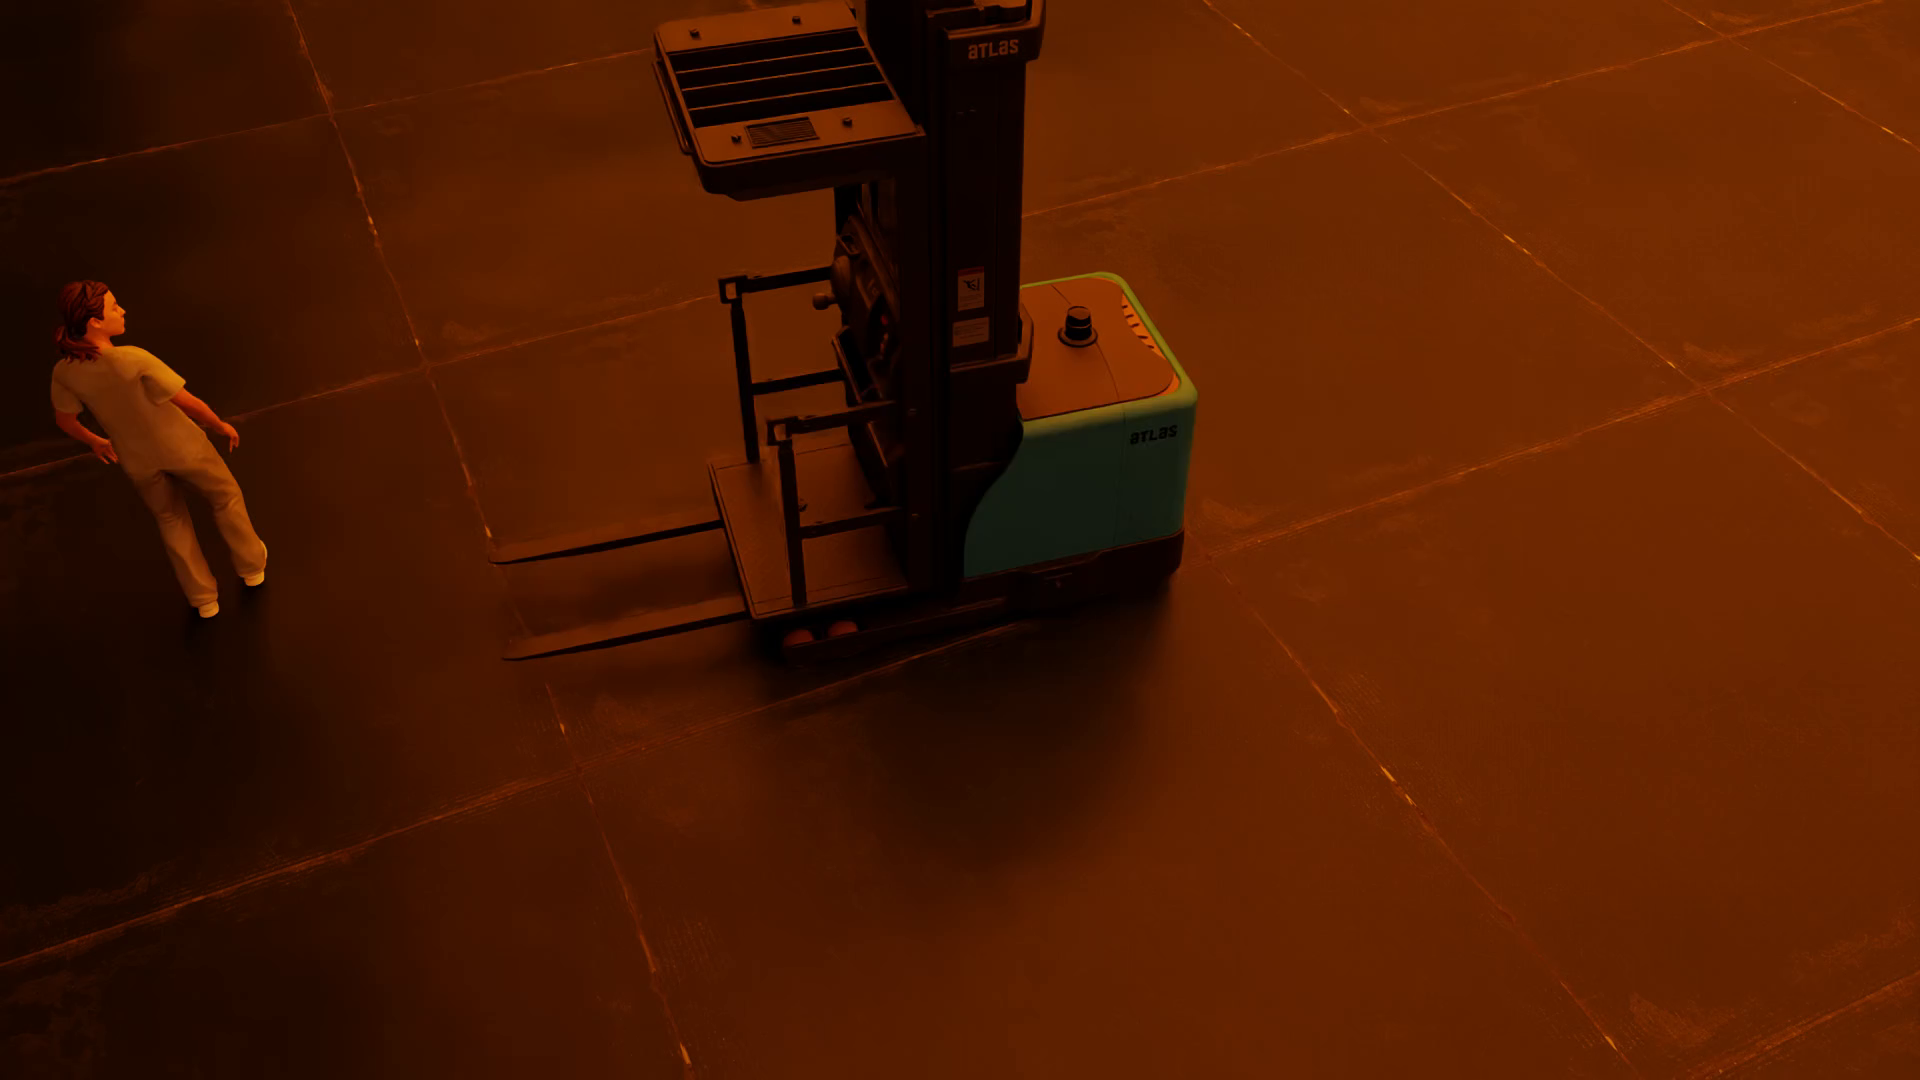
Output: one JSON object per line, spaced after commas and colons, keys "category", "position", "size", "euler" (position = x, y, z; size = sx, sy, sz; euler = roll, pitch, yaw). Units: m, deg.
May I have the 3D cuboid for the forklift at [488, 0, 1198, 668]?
{"category": "forklift", "position": [-0.565, -0.924, 6.670], "size": [3.031, 2.935, 1.130], "euler": [-12, 44, -12]}

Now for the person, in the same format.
{"category": "person", "position": [-3.388, -0.403, 7.061], "size": [0.644, 1.640, 0.479], "euler": [-7, 43, -7]}
